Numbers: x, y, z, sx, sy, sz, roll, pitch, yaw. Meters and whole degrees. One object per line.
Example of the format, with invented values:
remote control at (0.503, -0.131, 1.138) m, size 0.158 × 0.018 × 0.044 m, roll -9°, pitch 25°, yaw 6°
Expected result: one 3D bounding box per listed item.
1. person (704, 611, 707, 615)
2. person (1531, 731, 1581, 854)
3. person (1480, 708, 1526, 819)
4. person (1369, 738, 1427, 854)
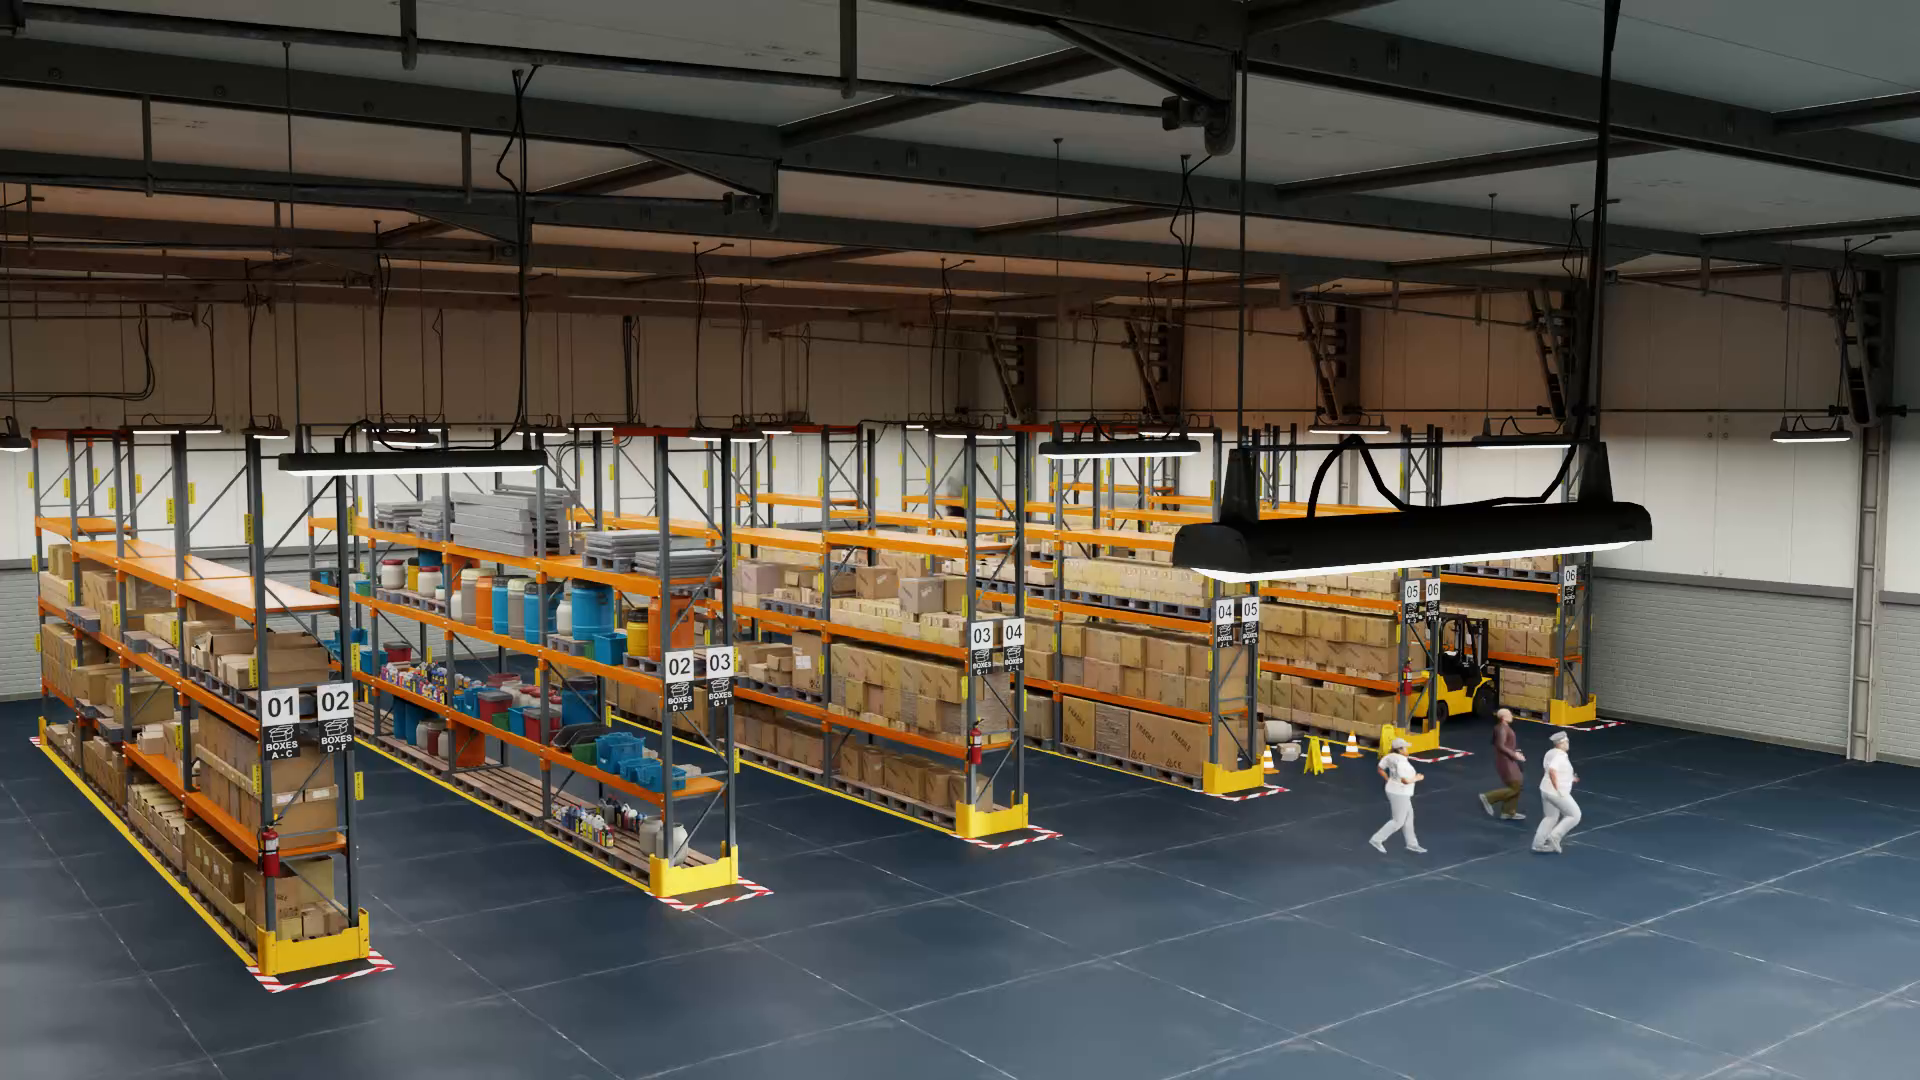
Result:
person at (-6.295, 2.294, 41.080) m, size 0.778 × 1.598 × 0.447 m, roll 4°, pitch 6°, yaw 40°
person at (8.540, 3.596, 23.745) m, size 0.729 × 1.744 × 0.581 m, roll -1°, pitch 5°, yaw -7°
person at (8.380, 3.451, 25.652) m, size 0.707 × 1.727 × 0.713 m, roll 1°, pitch 5°, yaw 11°
person at (6.215, 3.627, 23.536) m, size 0.880 × 1.665 × 0.608 m, roll 0°, pitch 4°, yaw -3°
